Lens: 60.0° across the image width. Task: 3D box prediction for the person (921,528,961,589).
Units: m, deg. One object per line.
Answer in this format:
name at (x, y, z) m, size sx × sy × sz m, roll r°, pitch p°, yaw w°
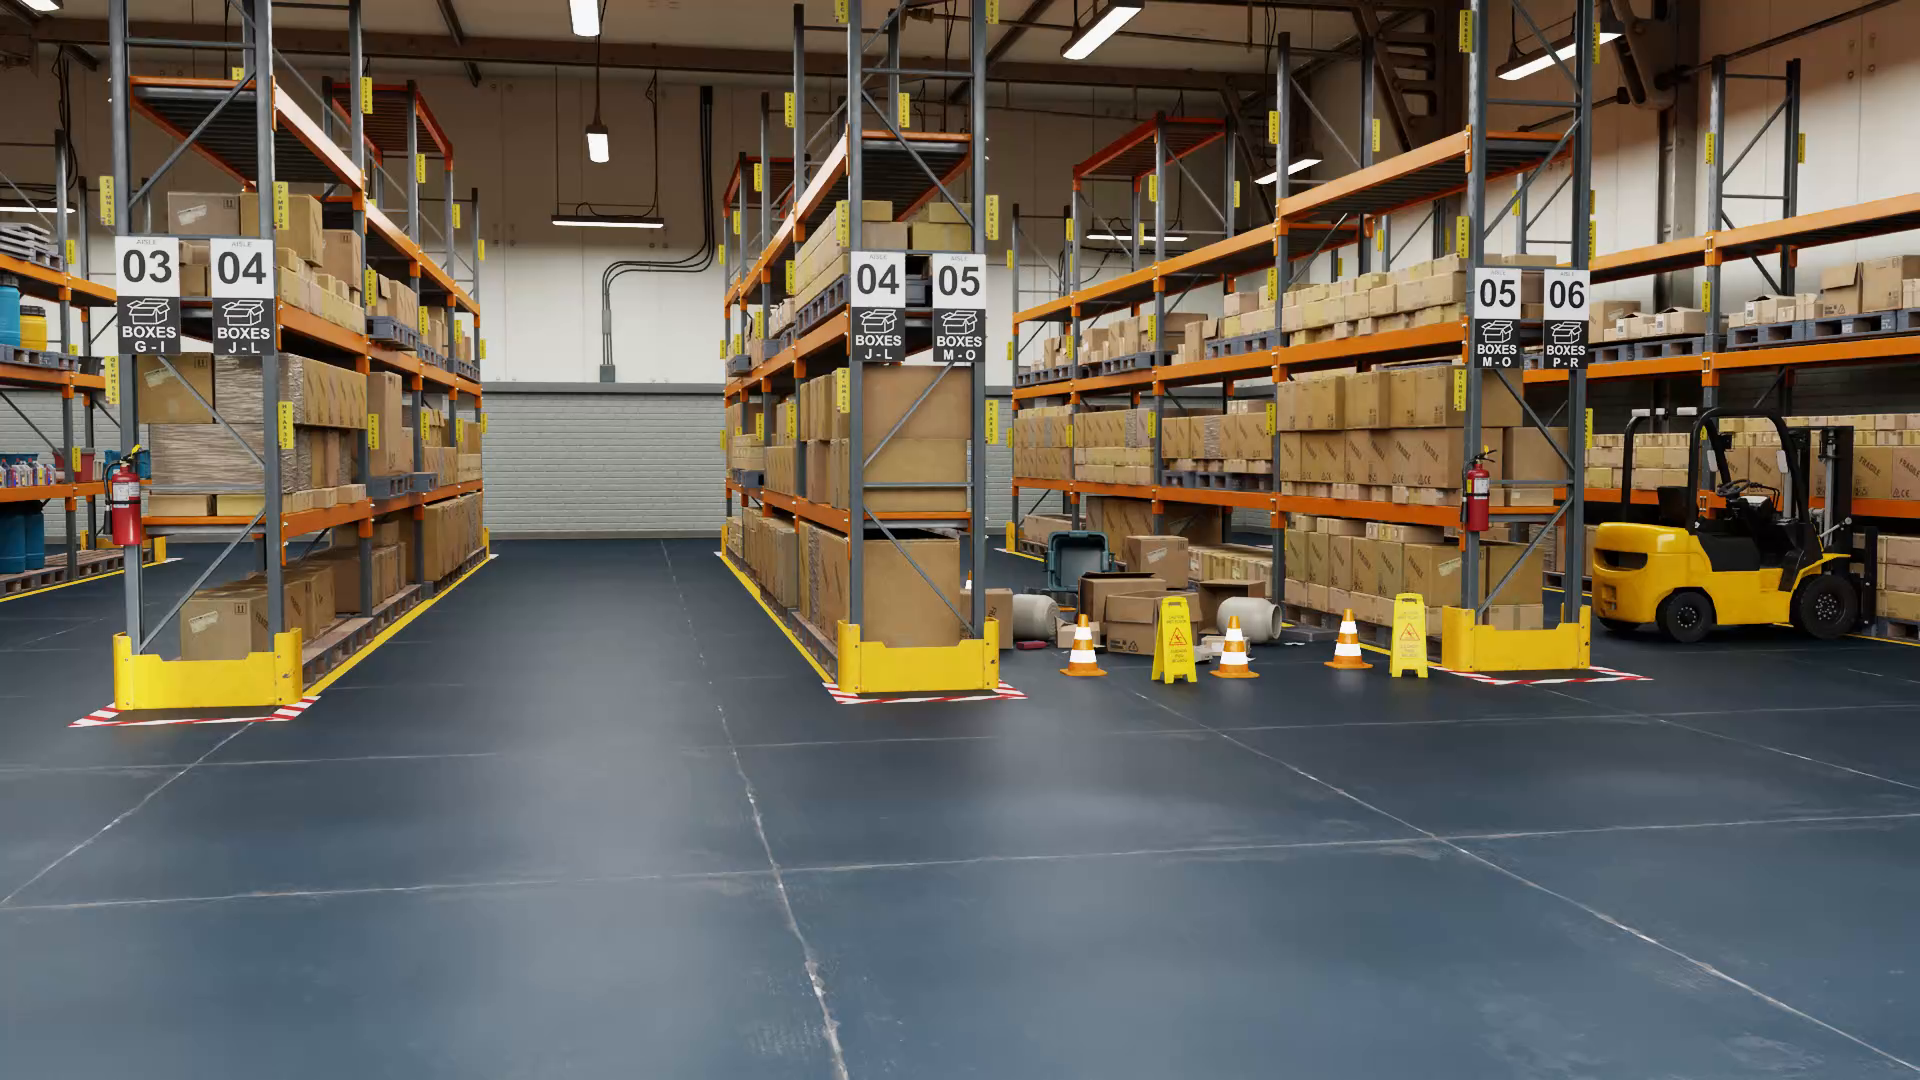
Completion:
person at (-0.213, -0.113, 19.226) m, size 0.514 × 1.673 × 0.353 m, roll -1°, pitch 3°, yaw -15°
